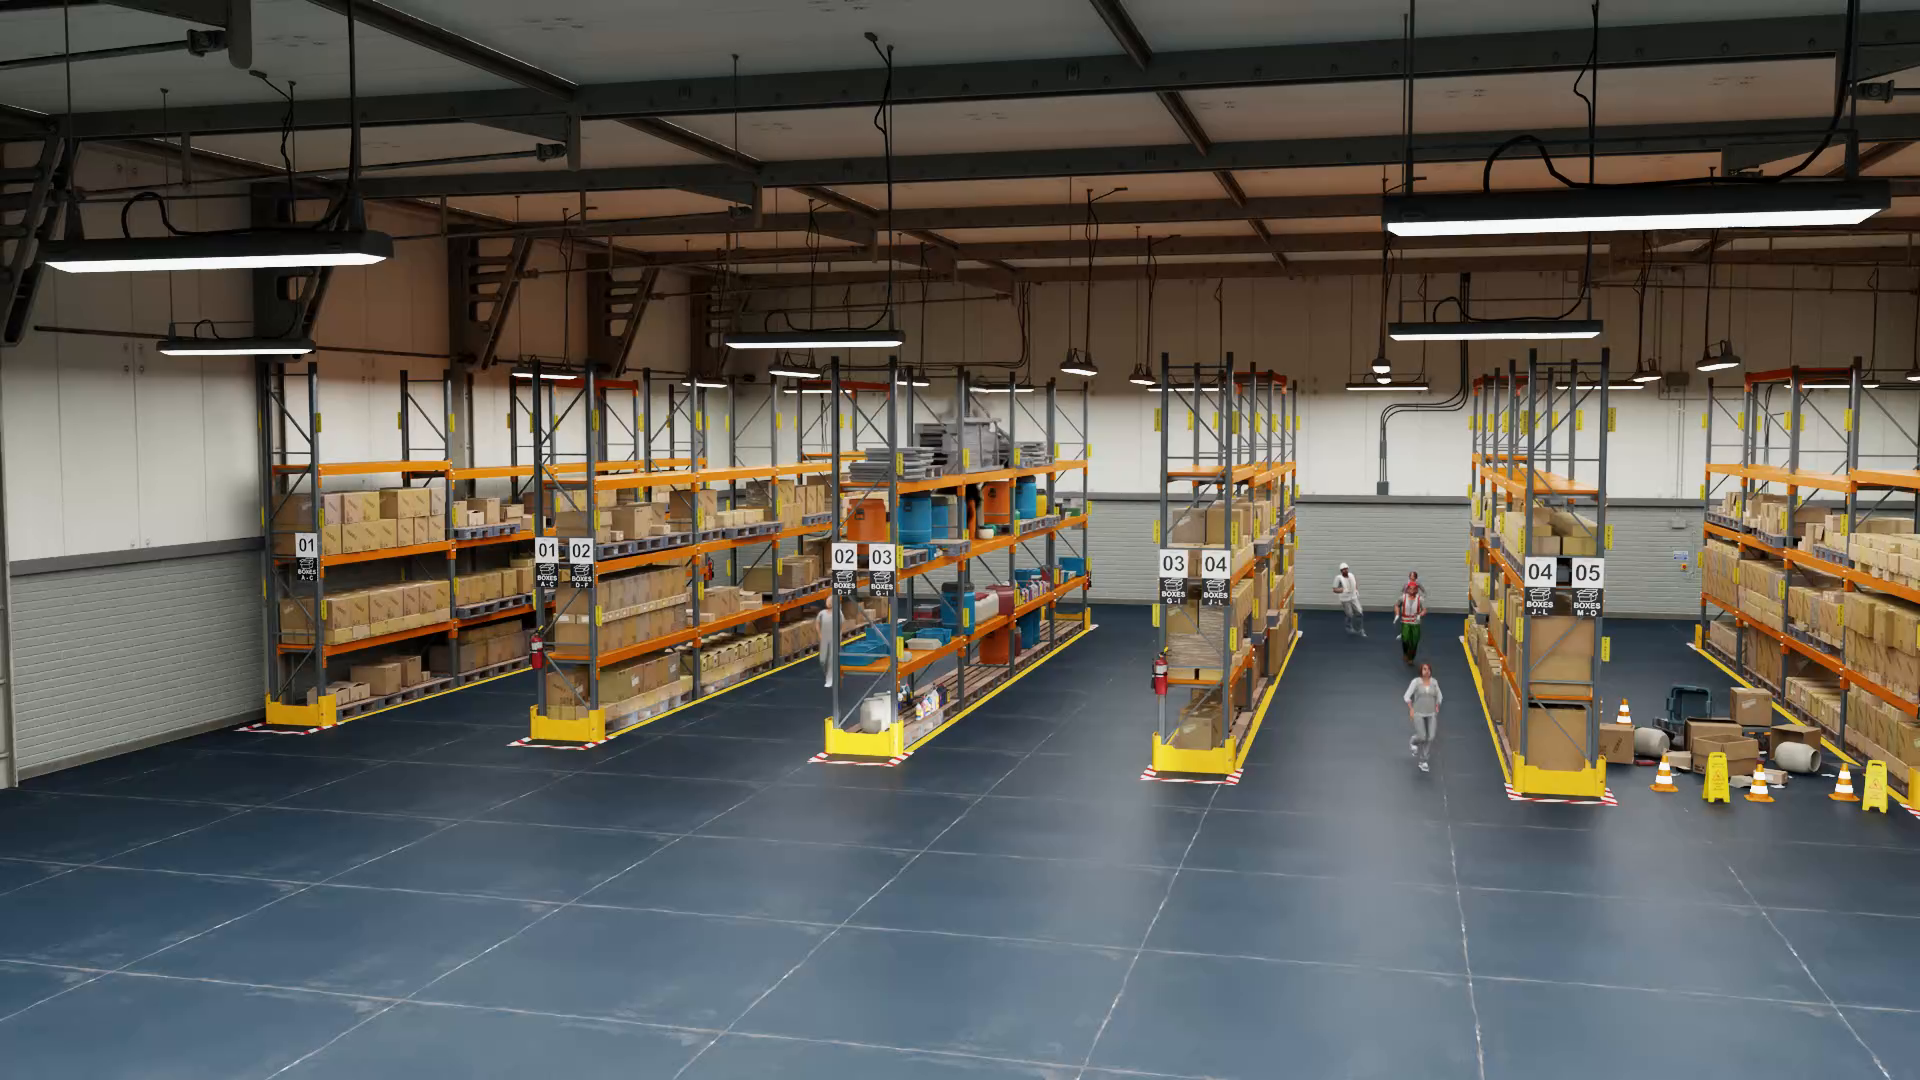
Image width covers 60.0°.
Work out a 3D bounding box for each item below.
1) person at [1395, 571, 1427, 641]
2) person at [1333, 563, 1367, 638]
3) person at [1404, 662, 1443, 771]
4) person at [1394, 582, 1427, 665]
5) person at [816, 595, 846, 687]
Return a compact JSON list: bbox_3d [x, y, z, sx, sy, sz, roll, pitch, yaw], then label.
[{"bbox_3d":[10.361,1.550,38.214,0.796,1.496,0.601,-4,6,-43],"label":"person"},{"bbox_3d":[9.067,1.414,38.901,0.786,1.778,0.628,-1,4,-15],"label":"person"},{"bbox_3d":[6.729,2.545,24.098,0.544,1.556,0.501,0,4,0],"label":"person"},{"bbox_3d":[9.253,1.719,34.169,0.662,1.736,0.674,1,4,15],"label":"person"},{"bbox_3d":[-2.315,1.802,29.743,0.549,1.635,0.506,0,4,2],"label":"person"}]
